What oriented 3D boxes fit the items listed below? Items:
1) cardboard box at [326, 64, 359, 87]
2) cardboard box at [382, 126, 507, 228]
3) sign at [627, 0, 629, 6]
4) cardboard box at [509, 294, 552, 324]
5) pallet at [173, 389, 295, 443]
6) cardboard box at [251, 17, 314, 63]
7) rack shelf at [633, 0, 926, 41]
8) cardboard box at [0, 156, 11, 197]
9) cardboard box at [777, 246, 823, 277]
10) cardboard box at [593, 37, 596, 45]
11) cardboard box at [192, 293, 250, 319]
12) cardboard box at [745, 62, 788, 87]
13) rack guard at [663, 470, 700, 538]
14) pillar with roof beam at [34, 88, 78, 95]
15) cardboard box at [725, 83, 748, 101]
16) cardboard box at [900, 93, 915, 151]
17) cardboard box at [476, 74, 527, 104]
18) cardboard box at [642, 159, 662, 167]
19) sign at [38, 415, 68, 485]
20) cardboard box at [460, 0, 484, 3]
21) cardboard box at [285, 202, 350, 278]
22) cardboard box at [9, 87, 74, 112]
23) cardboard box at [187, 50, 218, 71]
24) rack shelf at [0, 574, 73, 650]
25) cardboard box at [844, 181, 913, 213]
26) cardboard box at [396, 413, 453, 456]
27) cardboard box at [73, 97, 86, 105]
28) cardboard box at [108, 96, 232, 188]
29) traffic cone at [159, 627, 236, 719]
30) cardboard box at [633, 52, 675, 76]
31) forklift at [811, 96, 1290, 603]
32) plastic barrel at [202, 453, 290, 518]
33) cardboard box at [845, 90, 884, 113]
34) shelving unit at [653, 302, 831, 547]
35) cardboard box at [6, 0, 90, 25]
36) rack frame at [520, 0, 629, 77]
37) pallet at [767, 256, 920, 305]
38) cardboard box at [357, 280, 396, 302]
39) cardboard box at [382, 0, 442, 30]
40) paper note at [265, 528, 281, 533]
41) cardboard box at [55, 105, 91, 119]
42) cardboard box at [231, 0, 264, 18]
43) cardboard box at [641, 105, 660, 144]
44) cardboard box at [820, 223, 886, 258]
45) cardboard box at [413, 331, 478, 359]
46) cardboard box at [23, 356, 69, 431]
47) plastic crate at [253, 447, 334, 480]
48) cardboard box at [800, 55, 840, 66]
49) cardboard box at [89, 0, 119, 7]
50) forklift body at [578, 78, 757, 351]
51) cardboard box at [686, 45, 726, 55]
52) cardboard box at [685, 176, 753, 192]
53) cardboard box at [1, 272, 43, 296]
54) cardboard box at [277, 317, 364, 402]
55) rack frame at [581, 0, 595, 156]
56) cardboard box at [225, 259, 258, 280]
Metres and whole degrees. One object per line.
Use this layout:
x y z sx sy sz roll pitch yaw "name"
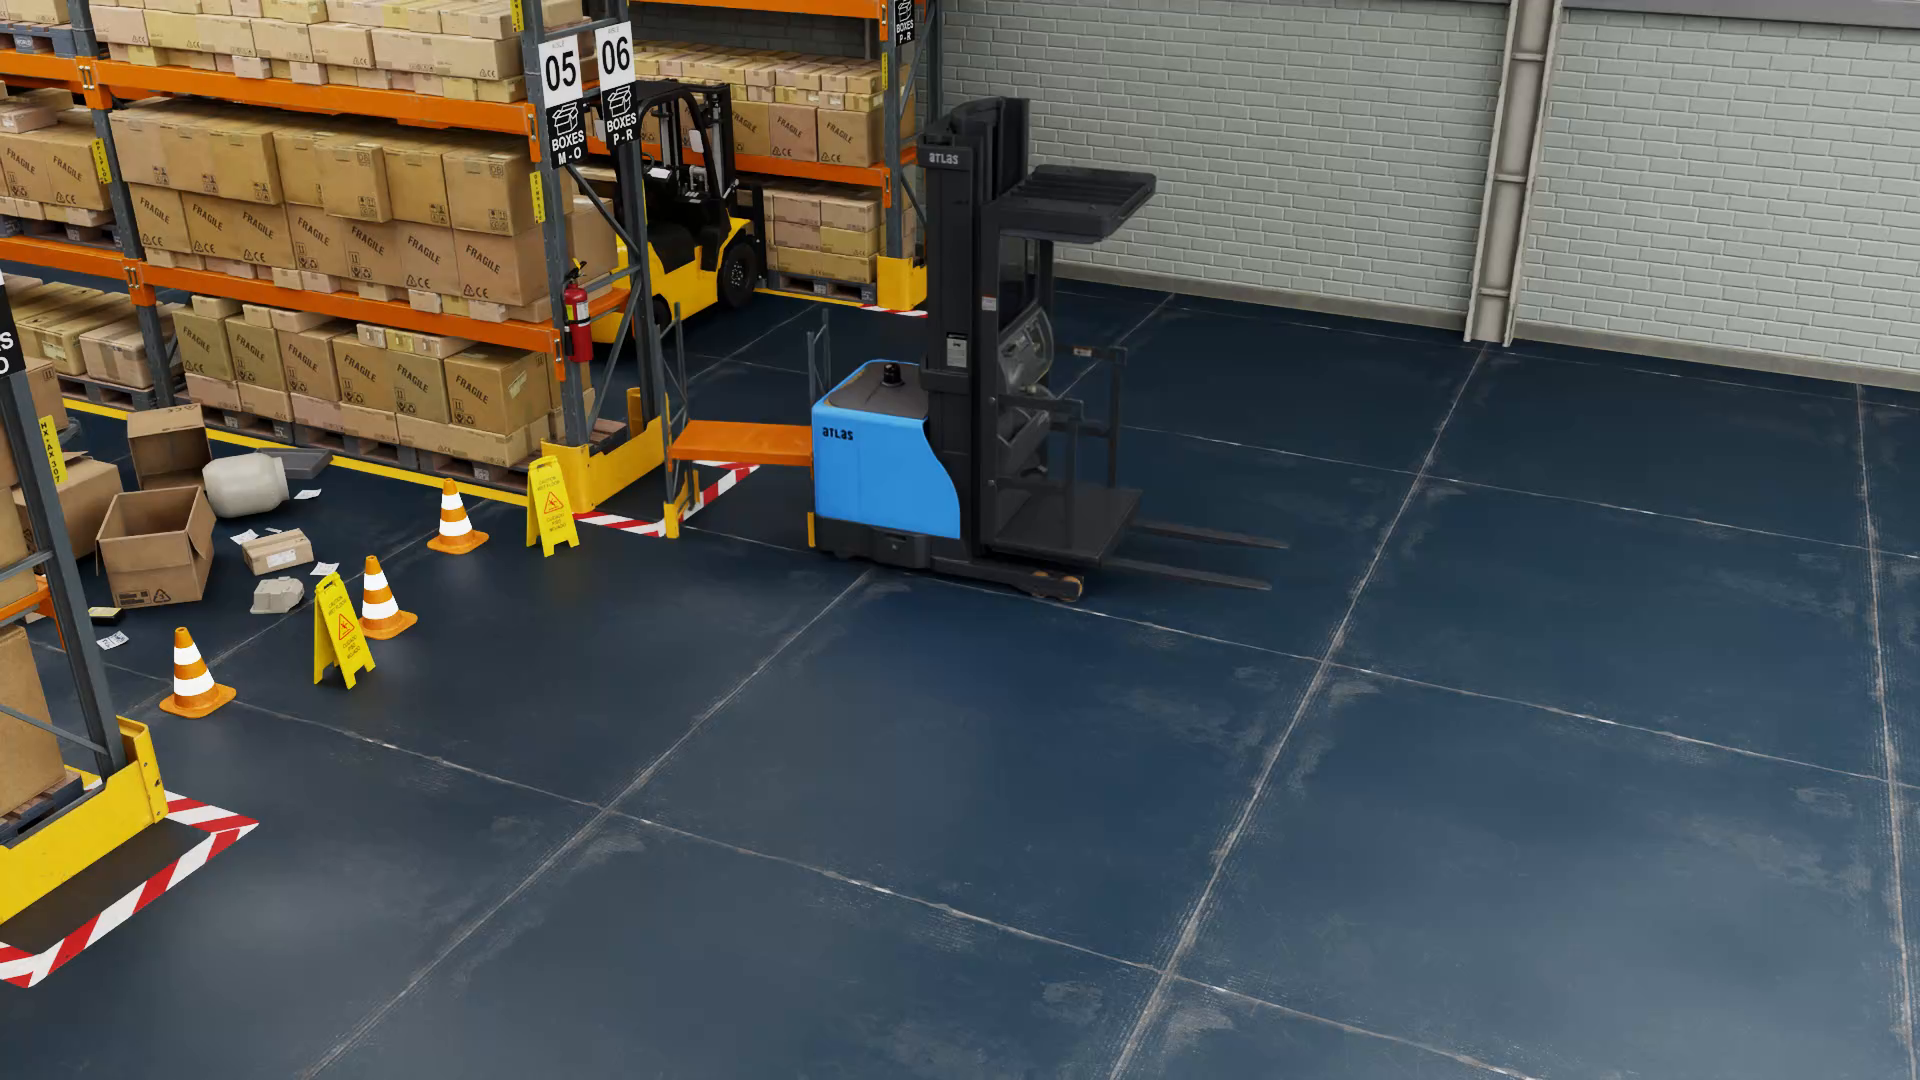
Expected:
-4.077 -3.204 11.321 0.250 0.149 0.380 11 28 20 "cardboard box"
-3.495 -2.501 11.422 0.500 0.500 0.700 12 29 22 "cardboard box"
-2.258 -3.729 11.113 0.005 0.325 0.100 11 28 22 "sign"
-2.911 -1.643 11.545 0.250 0.149 0.380 12 29 24 "cardboard box"
-5.498 -1.145 13.406 1.213 0.211 1.003 11 28 22 "pallet"
-4.452 -3.447 11.363 0.500 0.250 0.500 12 29 22 "cardboard box"
-2.252 -5.158 15.820 4.000 0.370 1.077 11 28 22 "rack shelf"
-7.558 -3.050 13.194 0.500 0.500 0.500 12 29 24 "cardboard box"
-1.438 -2.778 16.204 0.500 0.250 0.500 11 28 22 "cardboard box"
-3.657 -5.034 16.963 0.250 0.149 0.380 11 28 22 "cardboard box"
-5.609 -1.823 12.682 0.250 0.149 0.380 12 29 23 "cardboard box"
-1.810 -4.368 15.611 0.250 0.149 0.380 12 29 23 "cardboard box"
-1.931 -0.257 11.559 0.087 0.250 0.587 4 26 7 "rack guard"
-13.398 -7.414 16.191 0.400 9.000 9.100 11 28 22 "pillar with roof beam"
-2.041 -4.281 15.772 0.250 0.149 0.380 12 28 22 "cardboard box"
-0.767 -4.017 15.969 0.500 0.500 0.500 12 29 23 "cardboard box"
-2.923 -2.959 10.823 0.250 0.149 0.380 11 28 22 "cardboard box"
-3.077 -3.806 17.159 0.500 0.250 0.500 11 28 21 "cardboard box"
-4.204 -0.410 7.688 0.005 0.325 0.100 11 28 22 "sign"
-3.160 -3.621 11.265 0.250 0.149 0.380 11 28 22 "cardboard box"
-4.452 -2.227 11.996 0.500 0.500 0.500 12 29 22 "cardboard box"
-7.437 -3.548 13.470 0.250 0.149 0.380 13 29 25 "cardboard box"
-5.243 -3.449 11.818 0.250 0.149 0.380 12 29 23 "cardboard box"
-6.260 0.193 8.347 4.000 0.370 1.077 11 28 22 "rack shelf"
-0.790 -3.337 16.208 0.500 0.250 0.500 11 28 21 "cardboard box"
-3.798 -0.866 12.319 0.500 0.250 0.500 11 28 22 "cardboard box"
-10.659 -5.325 20.359 0.250 0.149 0.380 11 28 22 "cardboard box"
-5.813 -2.964 12.362 0.500 0.500 0.700 11 28 21 "cardboard box"
-4.335 0.706 9.363 0.334 0.463 0.336 11 28 22 "traffic cone"
-2.954 -4.613 16.110 0.250 0.149 0.380 11 28 21 "cardboard box"
0.602 -1.182 10.403 3.031 2.935 1.130 9 28 18 "forklift"
-4.989 -0.386 11.625 0.512 0.421 0.421 -12 29 -23 "plastic barrel"
-0.863 -4.056 15.315 0.250 0.149 0.380 12 29 23 "cardboard box"
-1.437 -0.787 11.220 1.083 1.500 0.587 4 26 7 "shelving unit"
-6.715 -4.020 12.387 0.500 0.250 0.500 11 28 21 "cardboard box"
-2.482 -4.465 10.200 0.127 3.000 1.000 11 28 22 "rack frame"
-1.145 -2.642 16.446 1.213 0.211 1.003 11 28 22 "pallet"
-4.105 -1.849 11.963 0.250 0.149 0.380 11 28 21 "cardboard box"
-3.581 -3.476 10.970 0.250 0.149 0.380 12 28 22 "cardboard box"
-4.725 -0.067 11.445 0.123 0.001 0.032 11 28 22 "paper note"
-7.332 -3.260 13.619 0.500 0.500 0.500 11 28 21 "cardboard box"
-4.764 -3.690 11.405 0.250 0.149 0.380 11 28 21 "cardboard box"
-2.834 -4.179 16.299 0.500 0.500 0.500 11 28 21 "cardboard box"
-1.004 -2.912 15.910 0.500 0.250 0.500 11 28 21 "cardboard box"
-3.682 -1.437 11.897 0.250 0.149 0.380 12 29 23 "cardboard box"
-6.833 -1.002 11.931 0.500 0.500 0.500 11 28 22 "cardboard box"
-5.034 -0.578 12.403 0.583 0.080 0.402 2 26 4 "plastic crate"
-1.338 -4.542 15.964 0.250 0.149 0.380 12 28 22 "cardboard box"
-5.972 -3.907 11.844 0.250 0.149 0.380 11 28 21 "cardboard box"
-2.912 -3.002 14.982 1.214 2.155 2.313 11 28 22 "forklift body"
-2.504 -4.786 16.461 0.250 0.149 0.380 11 28 21 "cardboard box"
-2.368 -3.407 16.349 0.500 0.250 0.500 11 28 21 "cardboard box"
-8.580 -2.006 14.499 0.625 0.372 0.950 11 28 21 "cardboard box"
-4.735 -1.391 12.537 0.500 0.500 0.500 13 29 24 "cardboard box"
-4.072 -4.501 17.066 0.127 3.000 1.000 11 28 22 "rack frame"
-5.253 -2.084 12.442 0.250 0.149 0.380 12 29 23 "cardboard box"
